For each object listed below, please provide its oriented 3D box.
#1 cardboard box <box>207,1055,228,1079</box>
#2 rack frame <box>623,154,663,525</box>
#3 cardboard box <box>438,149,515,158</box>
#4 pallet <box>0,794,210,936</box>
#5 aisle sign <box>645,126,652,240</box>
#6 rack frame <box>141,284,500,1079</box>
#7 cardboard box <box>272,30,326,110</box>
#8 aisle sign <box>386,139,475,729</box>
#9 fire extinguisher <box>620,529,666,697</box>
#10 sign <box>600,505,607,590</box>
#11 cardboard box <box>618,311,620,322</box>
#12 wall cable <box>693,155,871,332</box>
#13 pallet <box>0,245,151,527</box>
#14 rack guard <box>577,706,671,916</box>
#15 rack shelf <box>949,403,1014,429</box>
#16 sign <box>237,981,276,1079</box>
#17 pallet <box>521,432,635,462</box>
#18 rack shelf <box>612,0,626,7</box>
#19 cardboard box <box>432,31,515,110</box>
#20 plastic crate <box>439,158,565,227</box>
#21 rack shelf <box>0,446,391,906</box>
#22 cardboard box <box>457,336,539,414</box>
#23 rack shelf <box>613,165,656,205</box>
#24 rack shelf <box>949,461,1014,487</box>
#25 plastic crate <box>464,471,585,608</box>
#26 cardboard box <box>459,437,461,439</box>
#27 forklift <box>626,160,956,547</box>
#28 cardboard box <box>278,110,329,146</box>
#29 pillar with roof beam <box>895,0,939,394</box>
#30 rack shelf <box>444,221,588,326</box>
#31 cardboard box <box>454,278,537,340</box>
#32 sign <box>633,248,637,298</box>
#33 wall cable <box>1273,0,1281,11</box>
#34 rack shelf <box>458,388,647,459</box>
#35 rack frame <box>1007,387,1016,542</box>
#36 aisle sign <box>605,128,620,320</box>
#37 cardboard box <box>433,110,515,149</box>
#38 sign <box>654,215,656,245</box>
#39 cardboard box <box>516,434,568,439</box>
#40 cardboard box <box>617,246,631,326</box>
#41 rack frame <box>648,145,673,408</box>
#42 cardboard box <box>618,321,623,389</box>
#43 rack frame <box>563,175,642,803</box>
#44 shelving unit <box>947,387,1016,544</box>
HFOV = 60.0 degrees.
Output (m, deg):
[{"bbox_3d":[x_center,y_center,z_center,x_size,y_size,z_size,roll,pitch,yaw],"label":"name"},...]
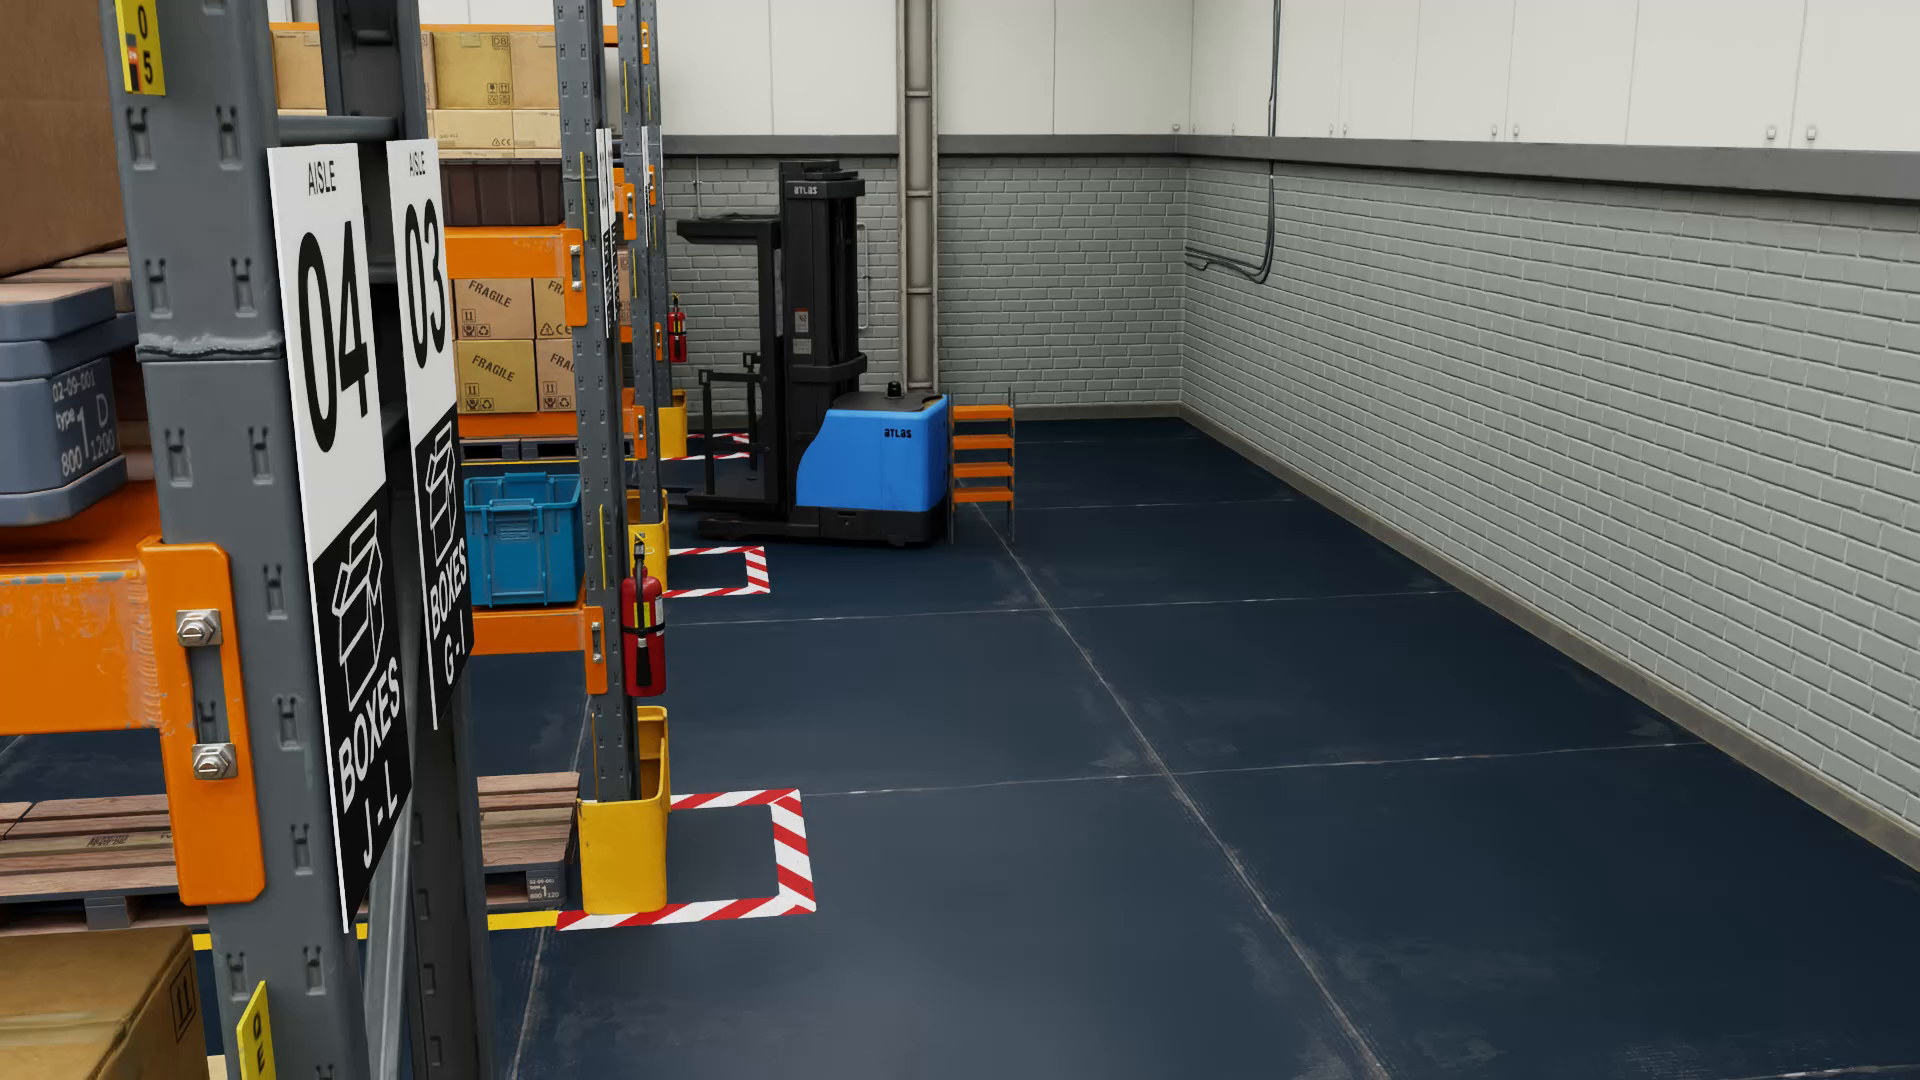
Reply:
[{"bbox_3d":[-1.293,1.048,2.573,0.500,0.250,0.500,-2,14,-10],"label":"cardboard box"},{"bbox_3d":[-2.250,-1.216,11.903,0.127,3.000,1.000,-2,14,-8],"label":"rack frame"},{"bbox_3d":[-3.215,-2.500,11.168,0.500,0.250,0.500,-2,14,-8],"label":"cardboard box"},{"bbox_3d":[-3.541,1.392,7.236,1.213,0.211,1.003,-2,14,-8],"label":"pallet"},{"bbox_3d":[-2.226,-2.550,11.878,0.004,0.787,0.394,-2,14,-8],"label":"aisle sign"},{"bbox_3d":[-0.778,1.167,2.401,0.127,3.000,1.000,-2,14,-8],"label":"rack frame"},{"bbox_3d":[-4.249,-3.144,11.166,0.500,0.500,0.700,-2,14,-8],"label":"cardboard box"},{"bbox_3d":[-0.751,-0.168,2.383,0.004,0.787,0.394,-2,14,-8],"label":"aisle sign"},{"bbox_3d":[-1.299,0.298,6.792,0.183,0.674,0.296,-2,14,-8],"label":"fire extinguisher"},{"bbox_3d":[-1.418,0.028,6.606,0.005,0.325,0.100,-2,14,-8],"label":"sign"},{"bbox_3d":[-2.728,-1.797,11.958,0.500,0.500,0.500,-2,14,-7],"label":"cardboard box"},{"bbox_3d":[-1.866,-3.174,17.623,1.851,1.984,0.084,-2,14,-8],"label":"wall cable"},{"bbox_3d":[-1.510,-0.215,1.930,1.213,0.211,1.003,-2,14,-8],"label":"pallet"},{"bbox_3d":[-1.494,1.184,7.472,0.348,0.500,1.175,-2,14,-8],"label":"rack guard"},{"bbox_3d":[0.164,-0.969,13.004,0.480,0.148,0.258,-2,14,-8],"label":"rack shelf"},{"bbox_3d":[-0.711,0.622,1.709,0.005,0.325,0.100,-2,14,-8],"label":"sign"},{"bbox_3d":[-3.771,-1.007,16.802,1.213,0.211,1.003,-2,14,-8],"label":"pallet"},{"bbox_3d":[-4.228,-3.703,10.972,4.000,0.370,1.077,-2,14,-8],"label":"rack shelf"},{"bbox_3d":[-3.263,-3.184,11.323,0.500,0.500,0.700,-2,14,-8],"label":"cardboard box"},{"bbox_3d":[-1.938,-1.469,7.014,0.590,0.269,0.497,-2,14,-8],"label":"plastic crate"},{"bbox_3d":[-2.756,0.134,1.835,4.000,0.370,1.077,-2,14,-8],"label":"rack shelf"},{"bbox_3d":[-3.165,-1.163,11.487,0.500,0.500,0.500,-2,14,-8],"label":"cardboard box"},{"bbox_3d":[-4.969,-3.441,16.087,4.000,0.370,1.077,-2,14,-8],"label":"rack shelf"},{"bbox_3d":[0.164,-0.523,13.116,0.480,0.148,0.258,-2,14,-8],"label":"rack shelf"},{"bbox_3d":[-1.819,-0.013,6.912,0.499,0.435,0.616,-2,14,-8],"label":"plastic crate"},{"bbox_3d":[-5.187,-1.291,16.480,0.500,0.500,0.700,-2,14,-7],"label":"cardboard box"},{"bbox_3d":[-1.605,-1.537,13.323,3.031,2.935,1.130,3,14,13],"label":"forklift"},{"bbox_3d":[-4.203,-2.705,10.957,0.500,0.250,0.500,-2,14,-8],"label":"cardboard box"},{"bbox_3d":[0.191,-4.587,13.015,0.400,9.000,9.100,-2,14,-8],"label":"pillar with roof beam"},{"bbox_3d":[-3.493,-1.058,6.585,4.000,0.370,1.077,-2,14,-8],"label":"rack shelf"},{"bbox_3d":[-3.149,-1.648,11.367,0.500,0.500,0.500,-2,14,-7],"label":"cardboard box"},{"bbox_3d":[-2.187,-1.796,11.189,0.005,0.325,0.100,-2,14,-8],"label":"sign"},{"bbox_3d":[3.058,-5.729,13.567,0.112,2.526,3.097,-2,14,-8],"label":"wall cable"},{"bbox_3d":[-4.228,-0.794,11.702,4.000,0.370,1.077,-2,14,-8],"label":"rack shelf"},{"bbox_3d":[0.405,-0.597,13.135,0.015,1.200,0.240,-2,14,-8],"label":"rack frame"},{"bbox_3d":[-1.489,-1.359,7.131,0.004,0.787,0.394,-2,14,-8],"label":"aisle sign"},{"bbox_3d":[-3.214,-2.742,11.104,0.500,0.250,0.500,-2,14,-8],"label":"cardboard box"},{"bbox_3d":[-2.925,-2.953,15.962,0.005,0.325,0.100,-2,14,-8],"label":"sign"},{"bbox_3d":[-4.164,-1.331,16.637,0.500,0.500,0.700,-2,14,-8],"label":"cardboard box"},{"bbox_3d":[-3.494,-2.532,16.534,0.700,0.700,0.980,-1,14,-6],"label":"cardboard box"},{"bbox_3d":[-2.992,-2.407,16.654,0.127,3.000,1.000,-2,14,-8],"label":"rack frame"},{"bbox_3d":[-2.728,-1.312,12.080,0.500,0.500,0.500,-2,14,-7],"label":"cardboard box"},{"bbox_3d":[-1.516,-0.024,7.152,0.127,3.000,1.000,-2,14,-8],"label":"rack frame"},{"bbox_3d":[0.164,-0.588,13.100,0.503,1.200,0.258,-2,14,-8],"label":"shelving unit"}]
